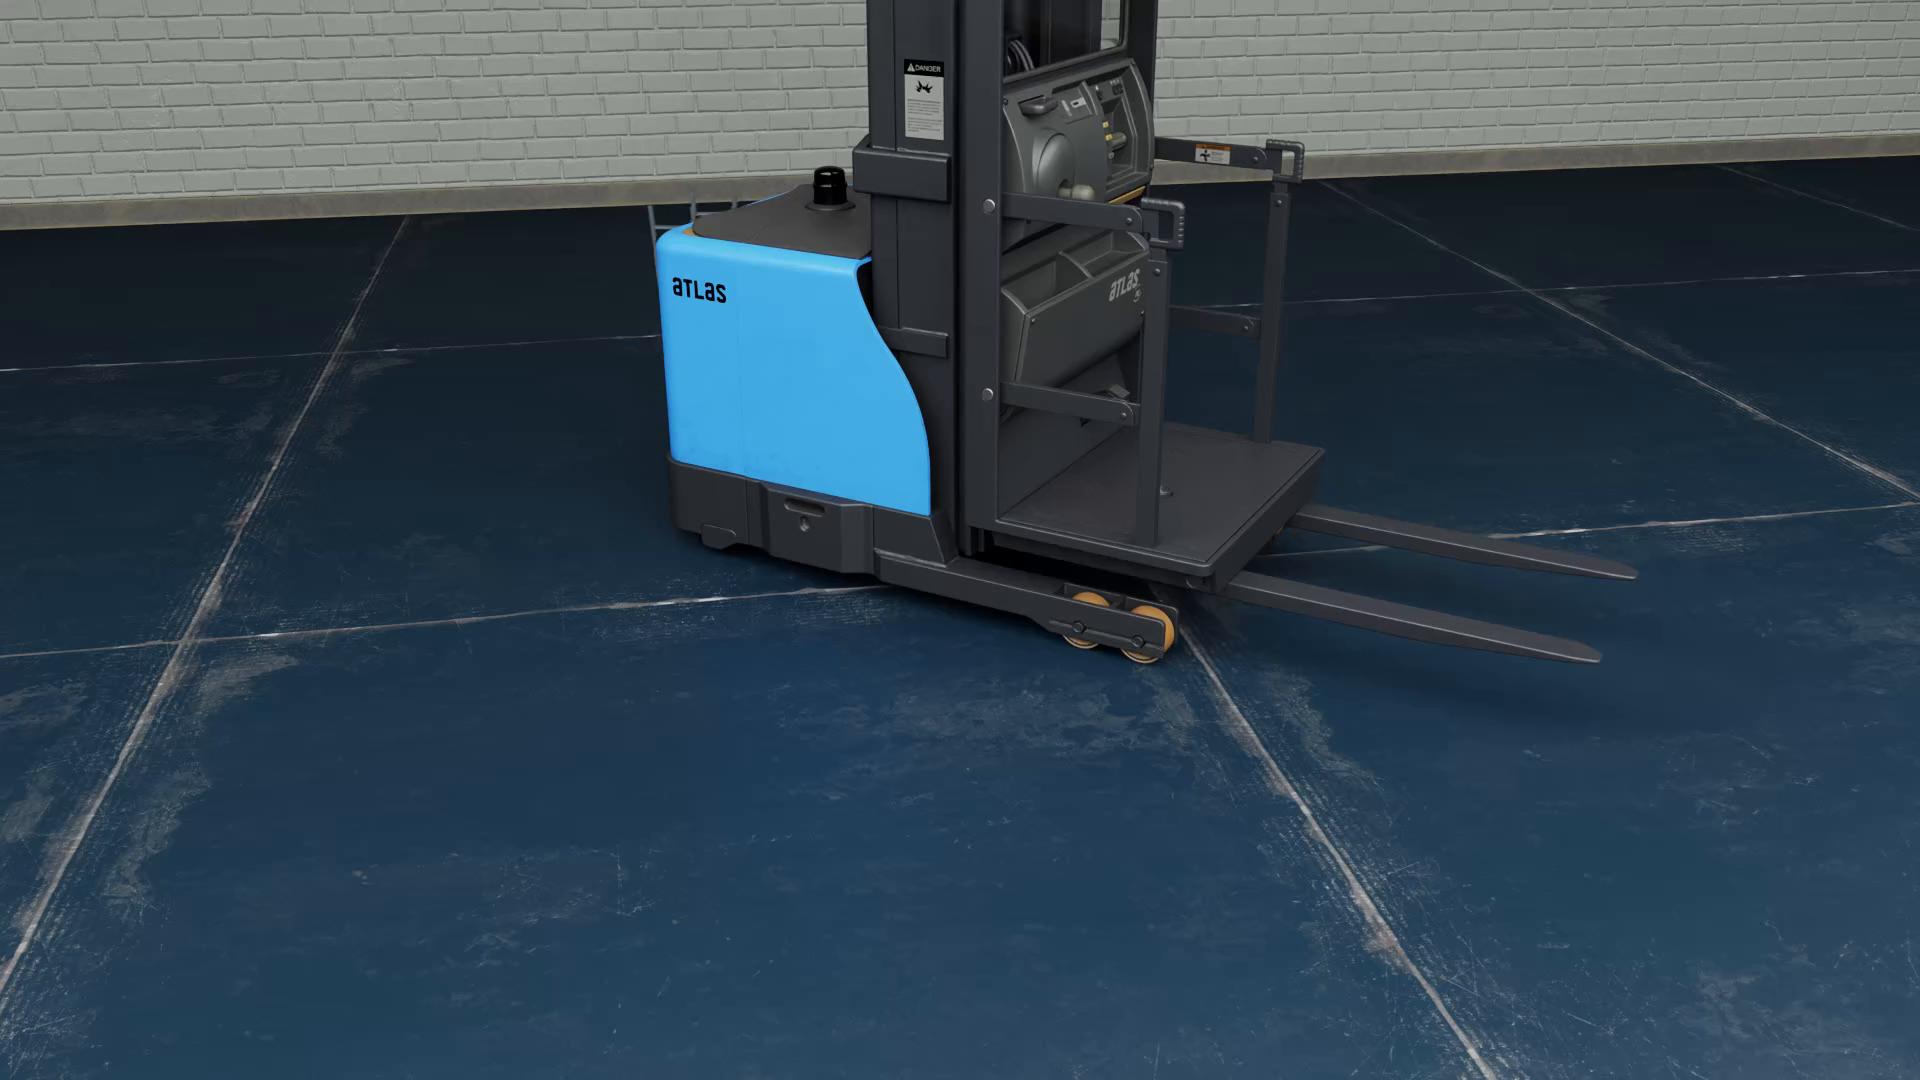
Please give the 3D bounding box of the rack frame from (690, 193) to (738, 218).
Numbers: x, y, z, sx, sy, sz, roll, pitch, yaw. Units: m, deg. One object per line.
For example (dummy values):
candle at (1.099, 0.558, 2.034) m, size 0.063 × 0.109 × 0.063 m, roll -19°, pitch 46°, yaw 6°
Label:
rack frame at (-0.845, -0.752, 6.141) m, size 0.200 × 1.050 × 0.008 m, roll 7°, pitch 24°, yaw 28°

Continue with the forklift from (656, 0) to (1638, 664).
forklift at (0.546, -1.222, 4.886) m, size 3.031 × 2.935 × 1.130 m, roll 13°, pitch 27°, yaw 26°

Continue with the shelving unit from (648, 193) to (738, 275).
shelving unit at (-0.903, -0.710, 6.042) m, size 0.215 × 1.050 × 0.252 m, roll 7°, pitch 24°, yaw 28°

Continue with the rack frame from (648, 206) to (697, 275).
rack frame at (-0.960, -0.667, 5.943) m, size 0.200 × 1.050 × 0.008 m, roll 7°, pitch 24°, yaw 28°
